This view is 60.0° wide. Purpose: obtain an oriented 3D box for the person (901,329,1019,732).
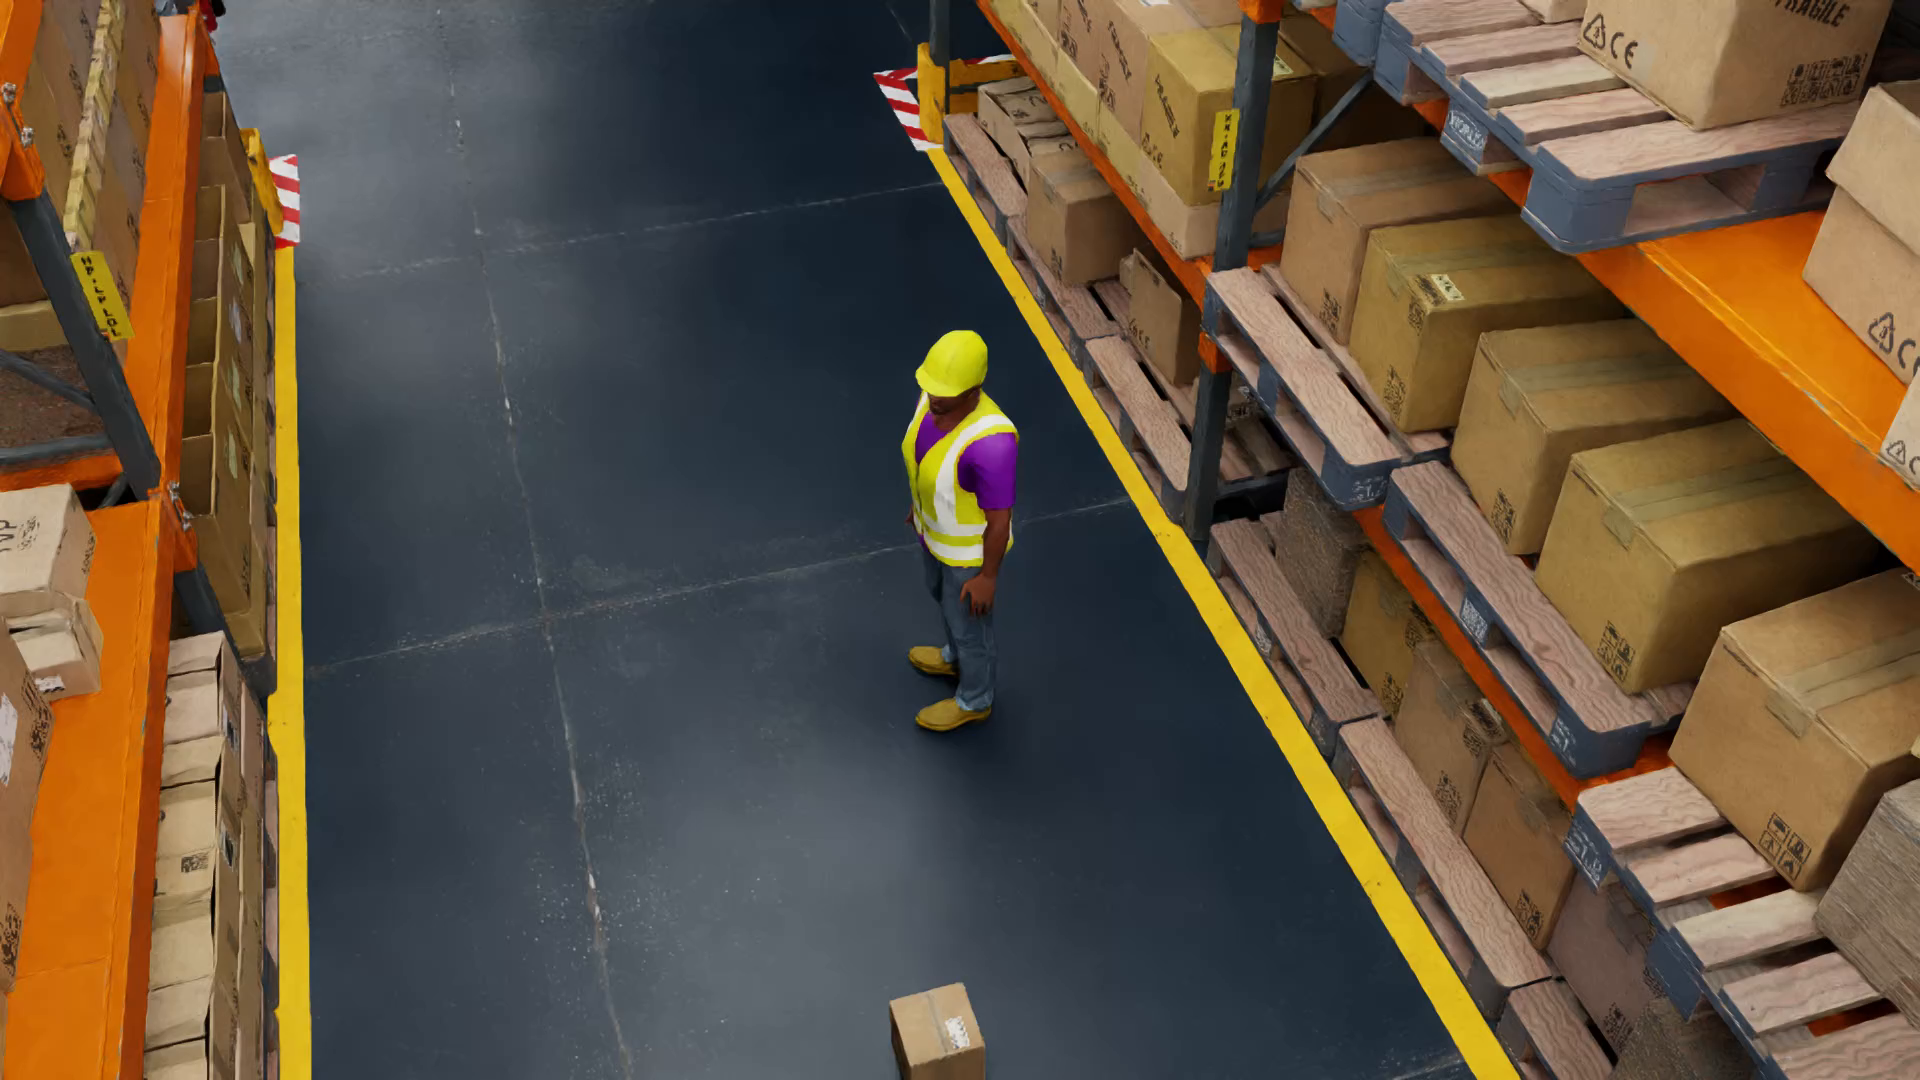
[{"bbox_3d":[-0.030,-0.019,6.120,0.386,1.774,0.646,-17,45,-18],"label":"person"}]
